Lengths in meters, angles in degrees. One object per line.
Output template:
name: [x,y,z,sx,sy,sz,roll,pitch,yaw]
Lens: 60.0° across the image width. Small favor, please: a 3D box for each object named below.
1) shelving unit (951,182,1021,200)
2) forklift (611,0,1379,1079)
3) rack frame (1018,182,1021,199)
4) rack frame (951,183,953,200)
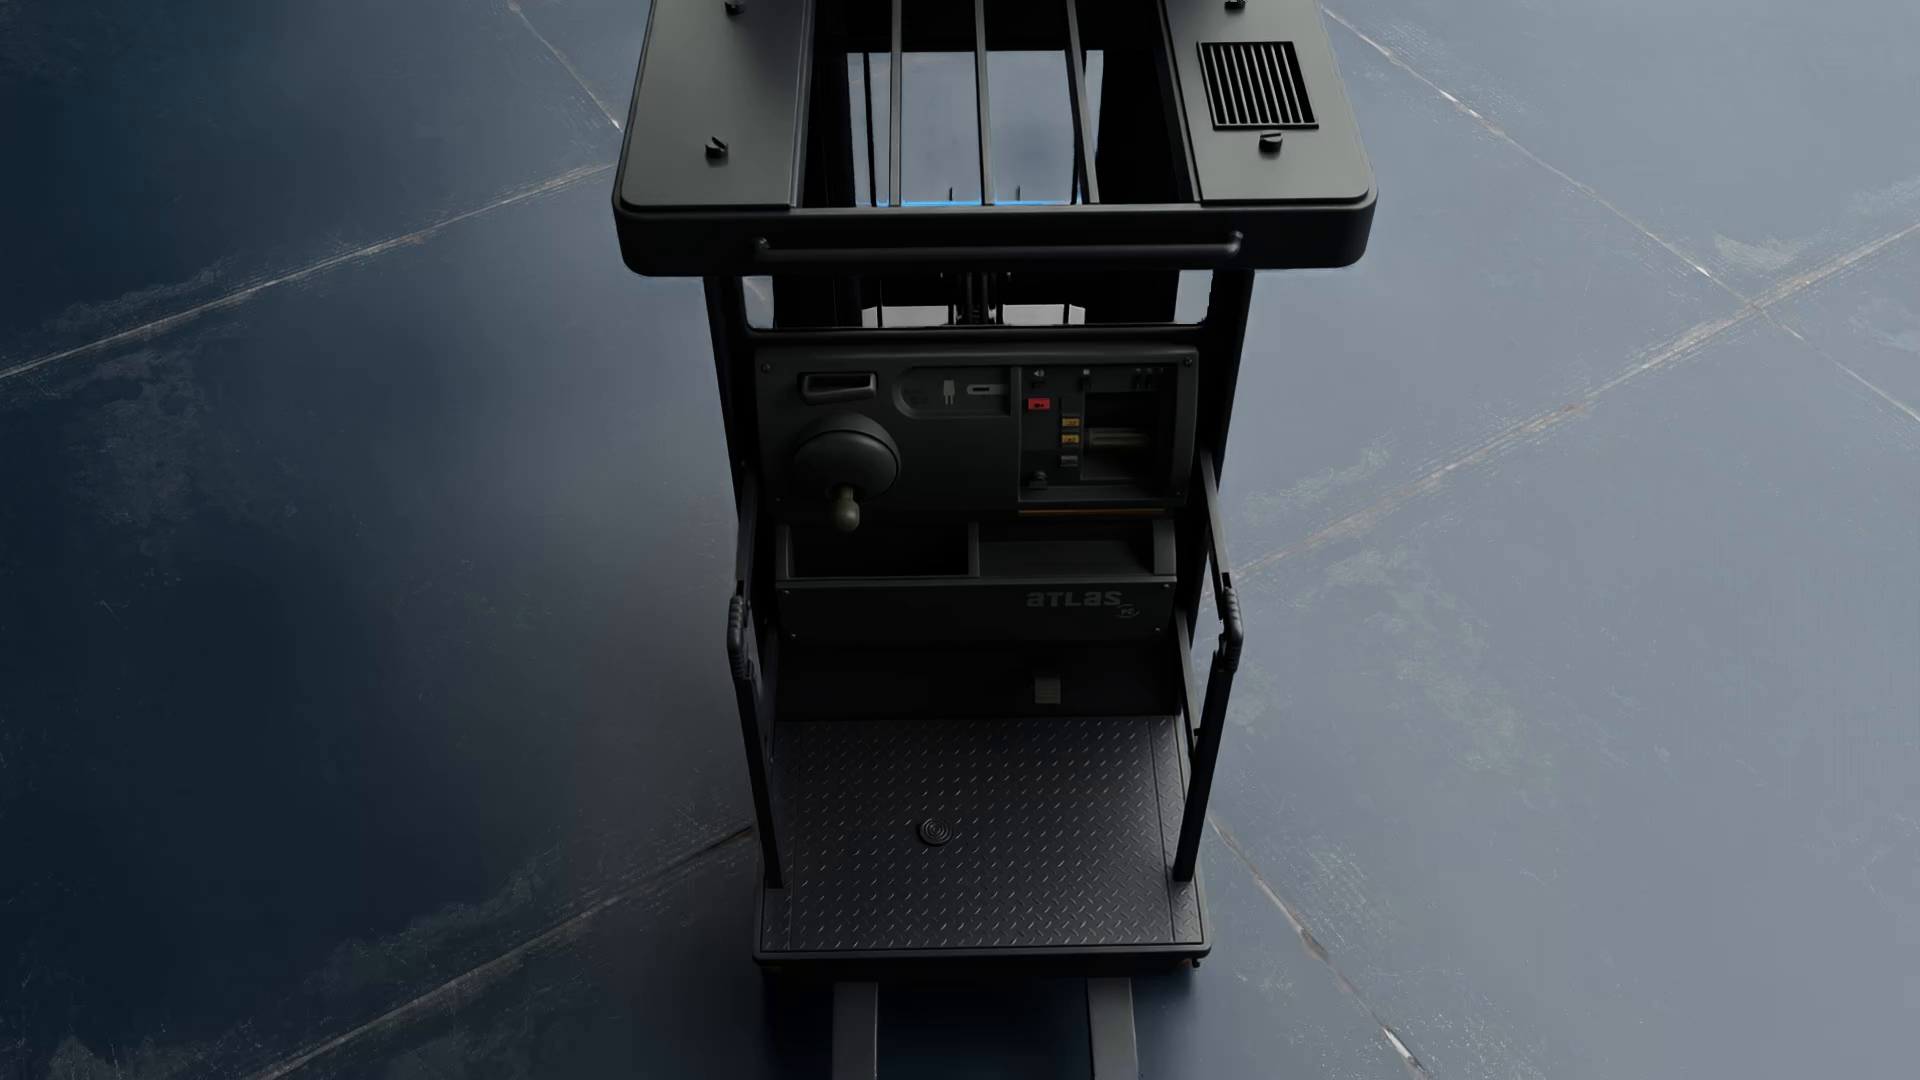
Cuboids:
shelving unit: [0.079,-0.686,5.258,0.210,0.900,0.258,-1,48,-1]
forklift: [0.043,-0.119,3.393,1.130,2.935,3.031,-1,48,-1]
rack frame: [0.181,-0.687,5.259,0.006,0.900,0.240,-1,48,-1]
rack frame: [-0.023,-0.684,5.257,0.006,0.900,0.240,-1,48,-1]
